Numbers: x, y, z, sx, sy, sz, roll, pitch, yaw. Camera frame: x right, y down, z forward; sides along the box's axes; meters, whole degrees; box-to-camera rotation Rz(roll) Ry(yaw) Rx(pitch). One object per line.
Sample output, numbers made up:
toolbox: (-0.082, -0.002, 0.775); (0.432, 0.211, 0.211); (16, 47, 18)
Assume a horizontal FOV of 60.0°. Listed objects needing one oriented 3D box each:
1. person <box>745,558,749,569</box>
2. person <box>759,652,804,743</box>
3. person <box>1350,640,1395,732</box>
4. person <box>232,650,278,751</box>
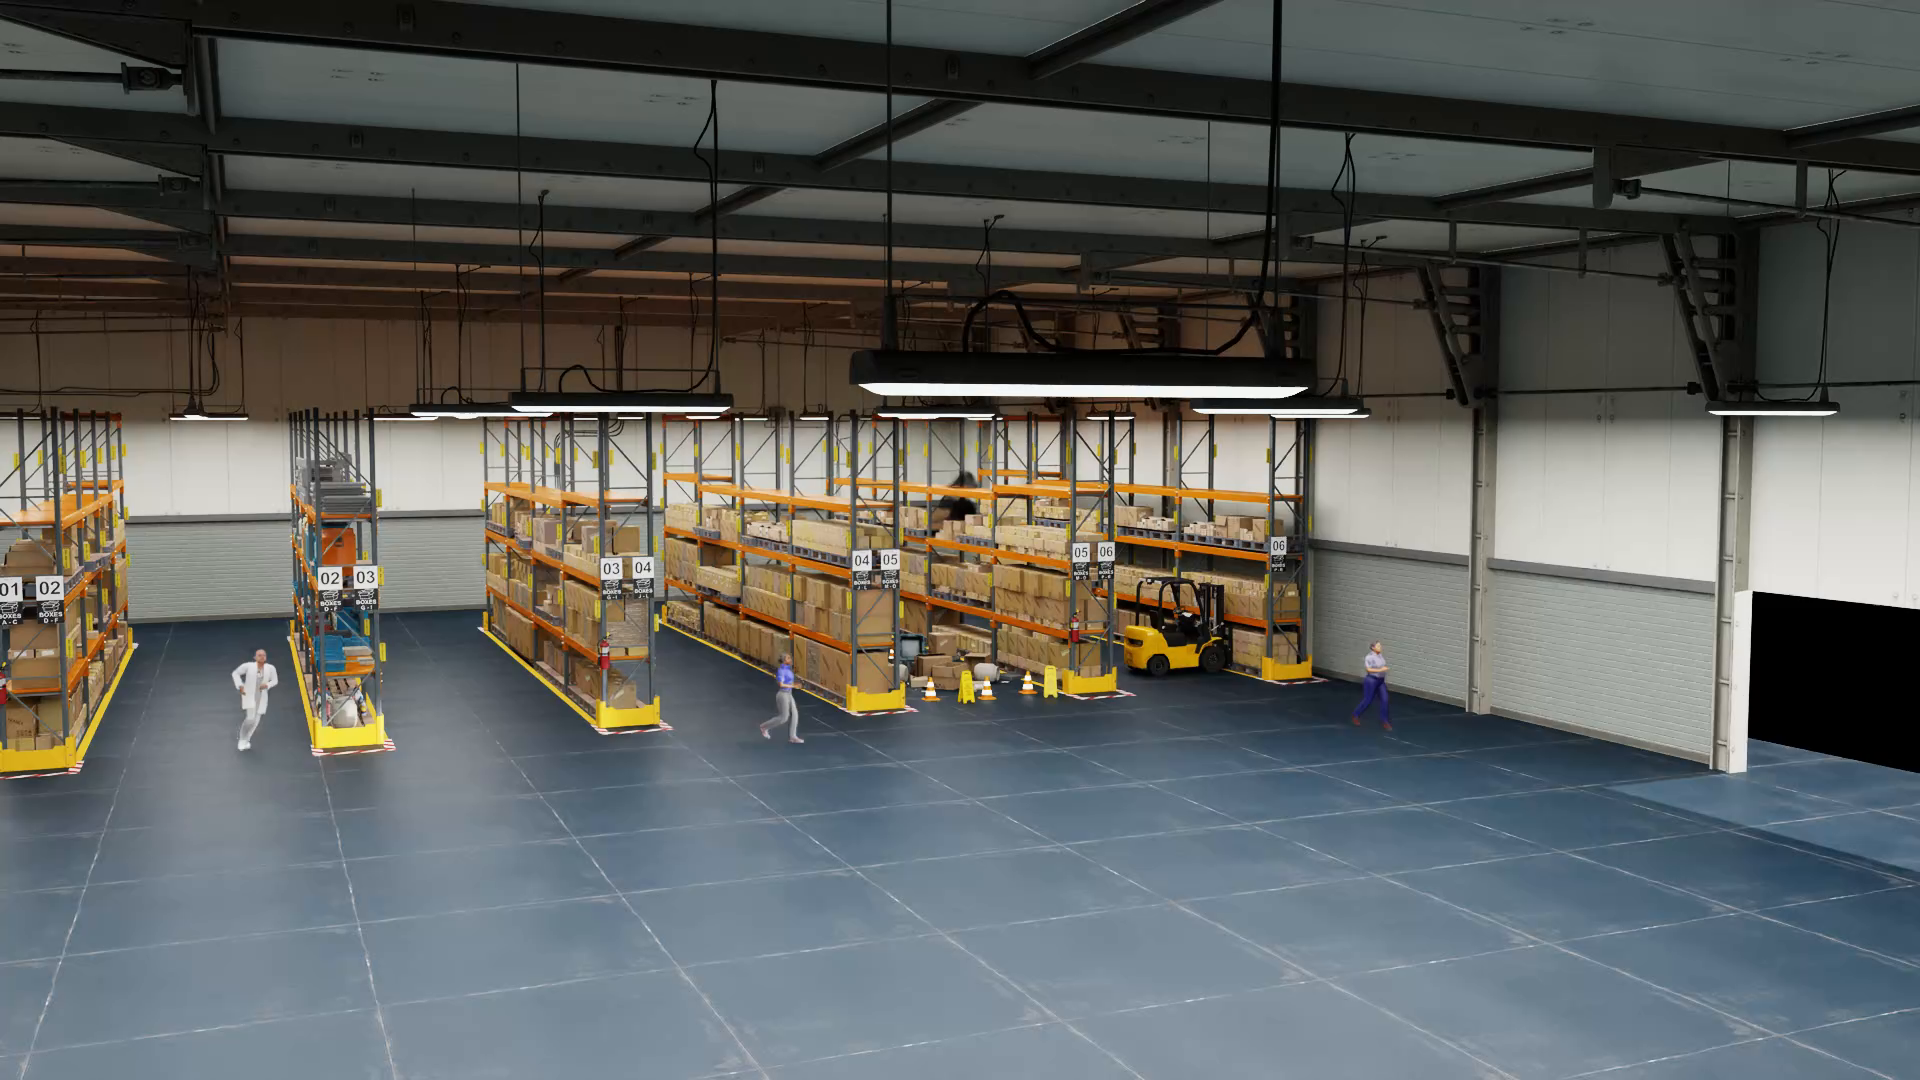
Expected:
person: (-6.539, 1.365, 49.938); (0.884, 1.685, 0.569); (-2, 5, -31)
person: (-3.182, 2.815, 29.750); (0.806, 1.628, 0.578); (1, 4, 8)
person: (7.724, 2.707, 31.097); (0.624, 1.677, 0.874); (-3, 5, -41)
person: (-12.397, 2.806, 29.309); (0.687, 1.763, 0.680); (-3, 5, -40)
